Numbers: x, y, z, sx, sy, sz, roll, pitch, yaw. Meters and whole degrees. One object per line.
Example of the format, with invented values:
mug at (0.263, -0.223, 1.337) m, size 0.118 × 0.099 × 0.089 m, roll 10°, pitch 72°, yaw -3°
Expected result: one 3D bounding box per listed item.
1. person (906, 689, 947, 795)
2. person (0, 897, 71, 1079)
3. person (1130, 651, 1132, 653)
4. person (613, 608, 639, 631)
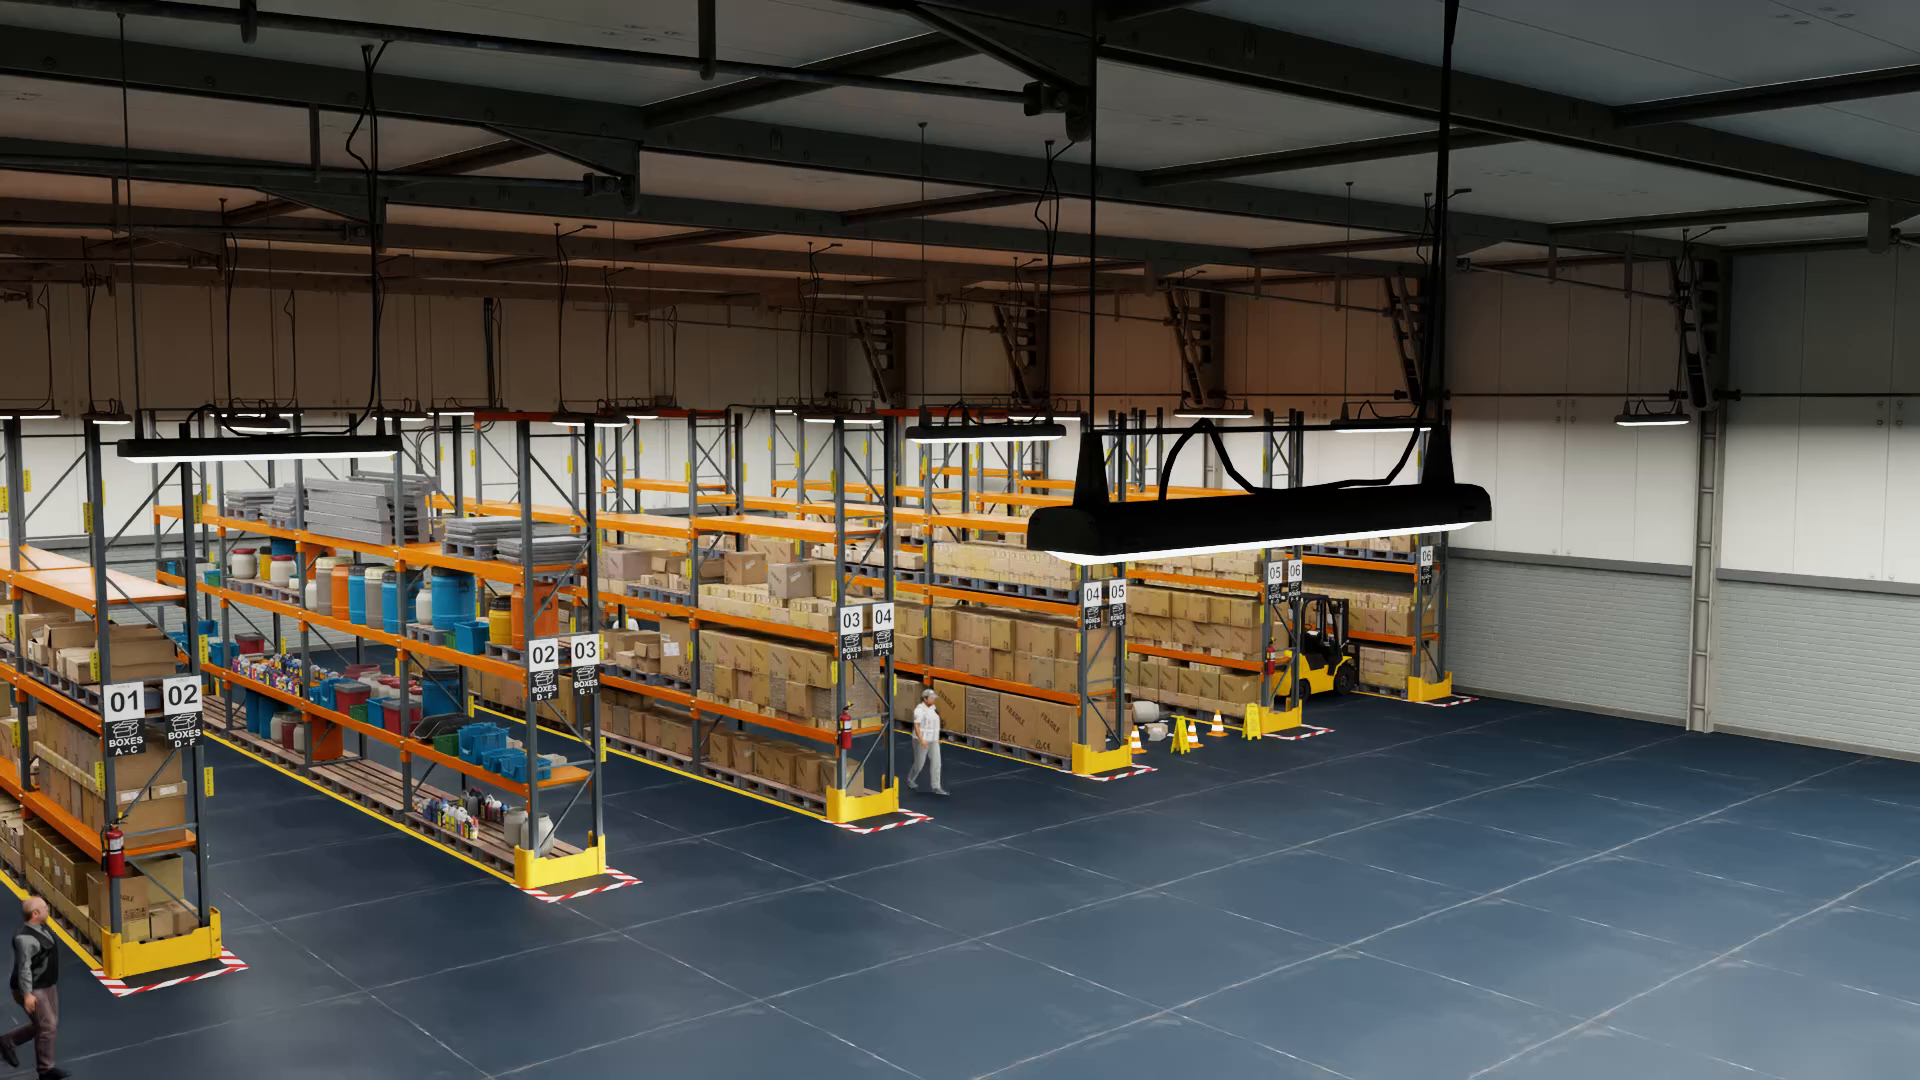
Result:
person at (-0.506, 3.198, 26.468) m, size 0.845 × 1.633 × 0.565 m, roll 4°, pitch 7°, yaw 41°
person at (-8.581, 4.122, 15.314) m, size 0.750 × 1.703 × 0.538 m, roll 0°, pitch 5°, yaw -3°
person at (3.841, 2.133, 38.076) m, size 0.604 × 1.806 × 0.580 m, roll 4°, pitch 6°, yaw 38°
person at (-7.106, 2.331, 35.498) m, size 0.621 × 1.775 × 0.569 m, roll -2°, pitch 5°, yaw -19°
